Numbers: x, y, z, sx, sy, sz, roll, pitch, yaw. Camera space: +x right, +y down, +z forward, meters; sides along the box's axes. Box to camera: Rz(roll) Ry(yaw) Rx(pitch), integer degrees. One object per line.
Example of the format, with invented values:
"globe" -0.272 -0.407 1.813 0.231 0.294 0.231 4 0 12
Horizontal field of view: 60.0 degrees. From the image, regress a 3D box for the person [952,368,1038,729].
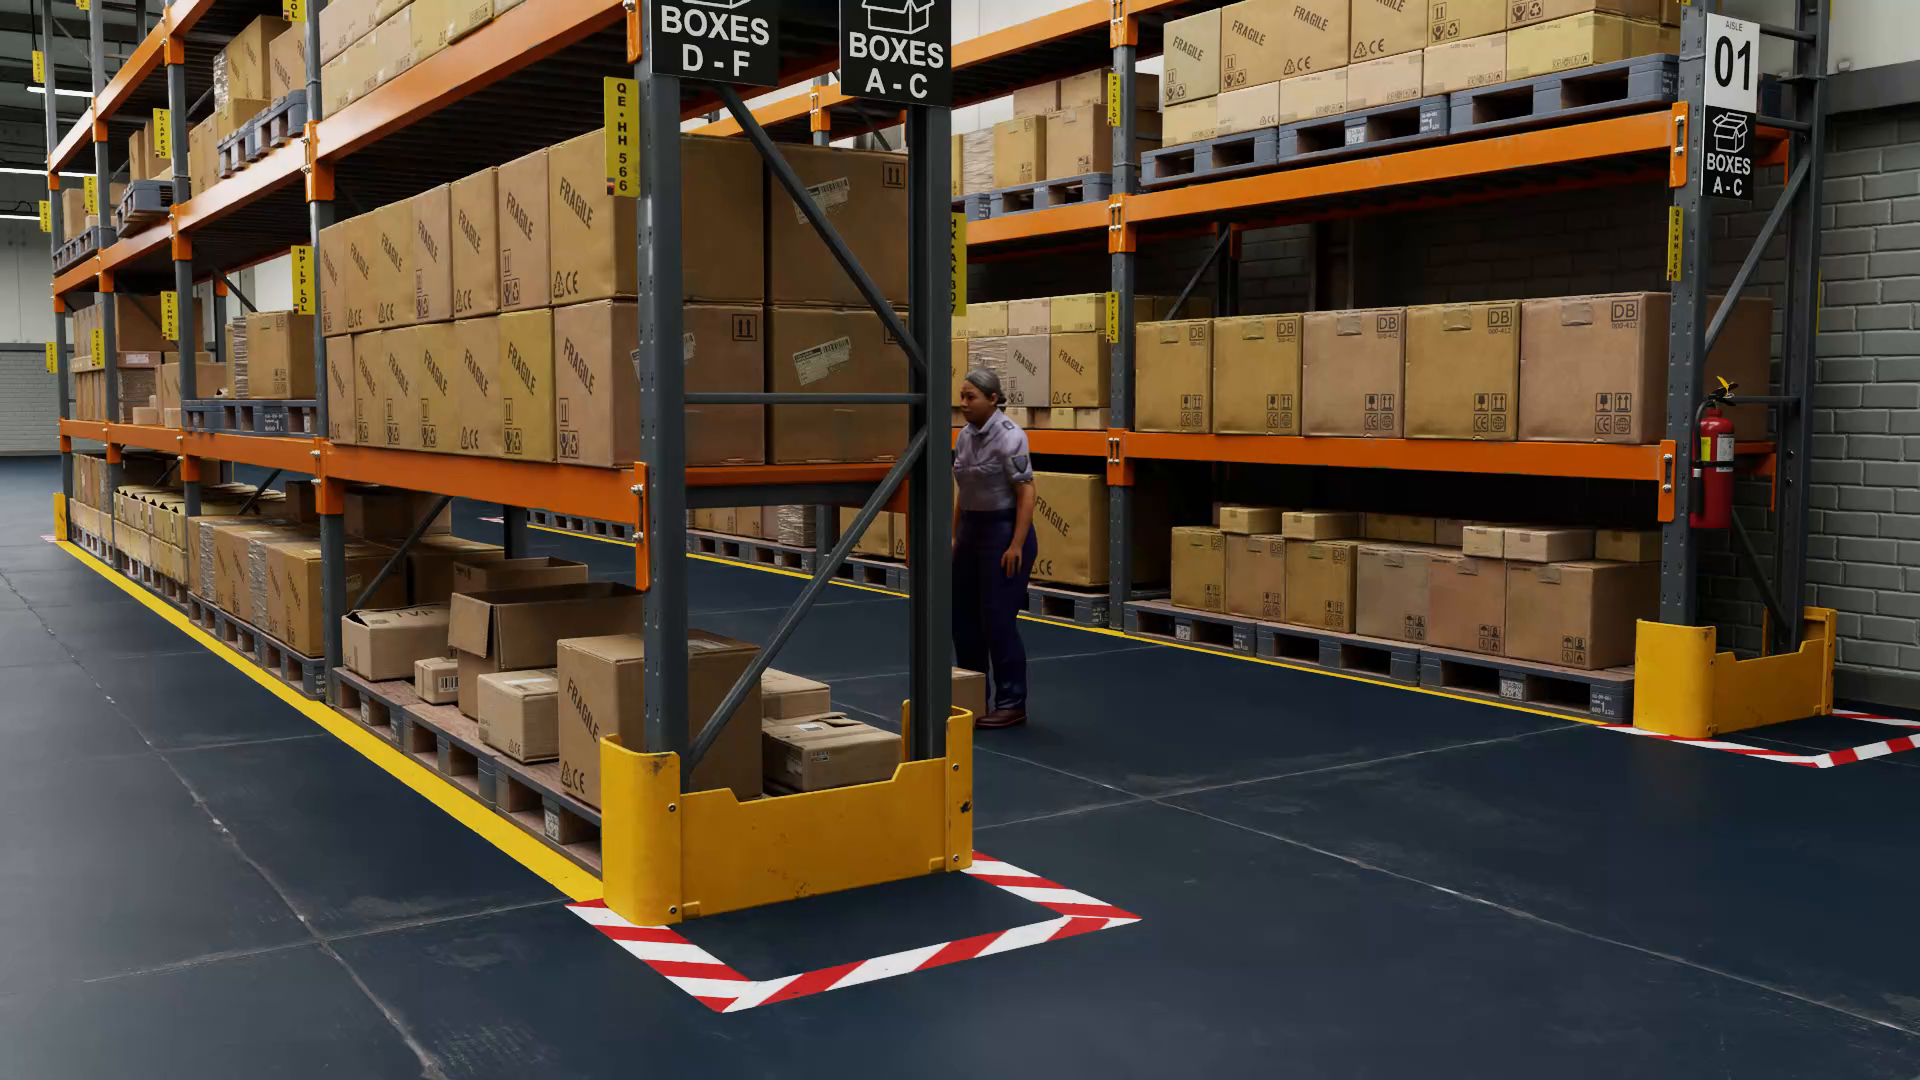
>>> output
"person" 0.137 0.029 7.782 0.364 1.652 0.556 -3 6 -35
